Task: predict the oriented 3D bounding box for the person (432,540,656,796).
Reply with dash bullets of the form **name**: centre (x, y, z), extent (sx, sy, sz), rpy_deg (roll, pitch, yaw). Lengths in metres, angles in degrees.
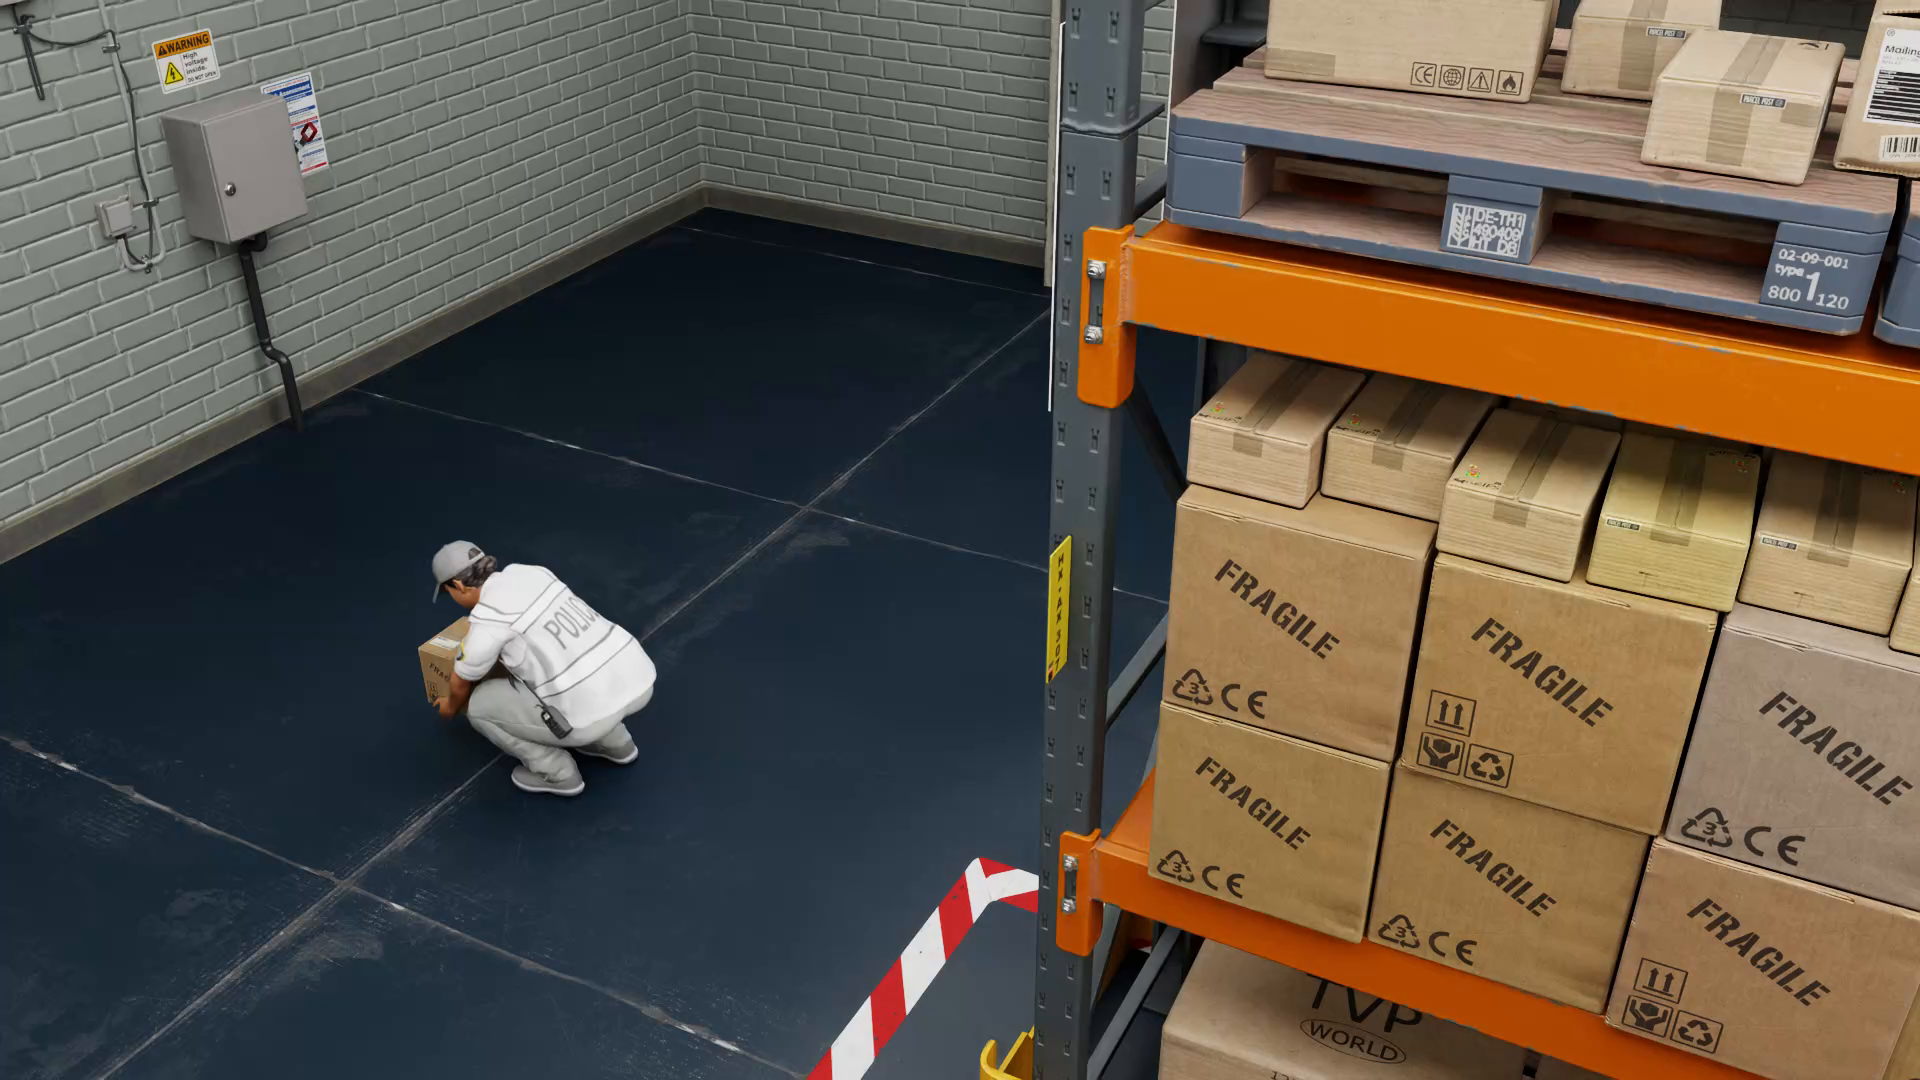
- **person**: centre (-1.543, 0.449, 6.097), extent (0.854, 0.934, 0.516), rpy_deg (15, 33, 23)
